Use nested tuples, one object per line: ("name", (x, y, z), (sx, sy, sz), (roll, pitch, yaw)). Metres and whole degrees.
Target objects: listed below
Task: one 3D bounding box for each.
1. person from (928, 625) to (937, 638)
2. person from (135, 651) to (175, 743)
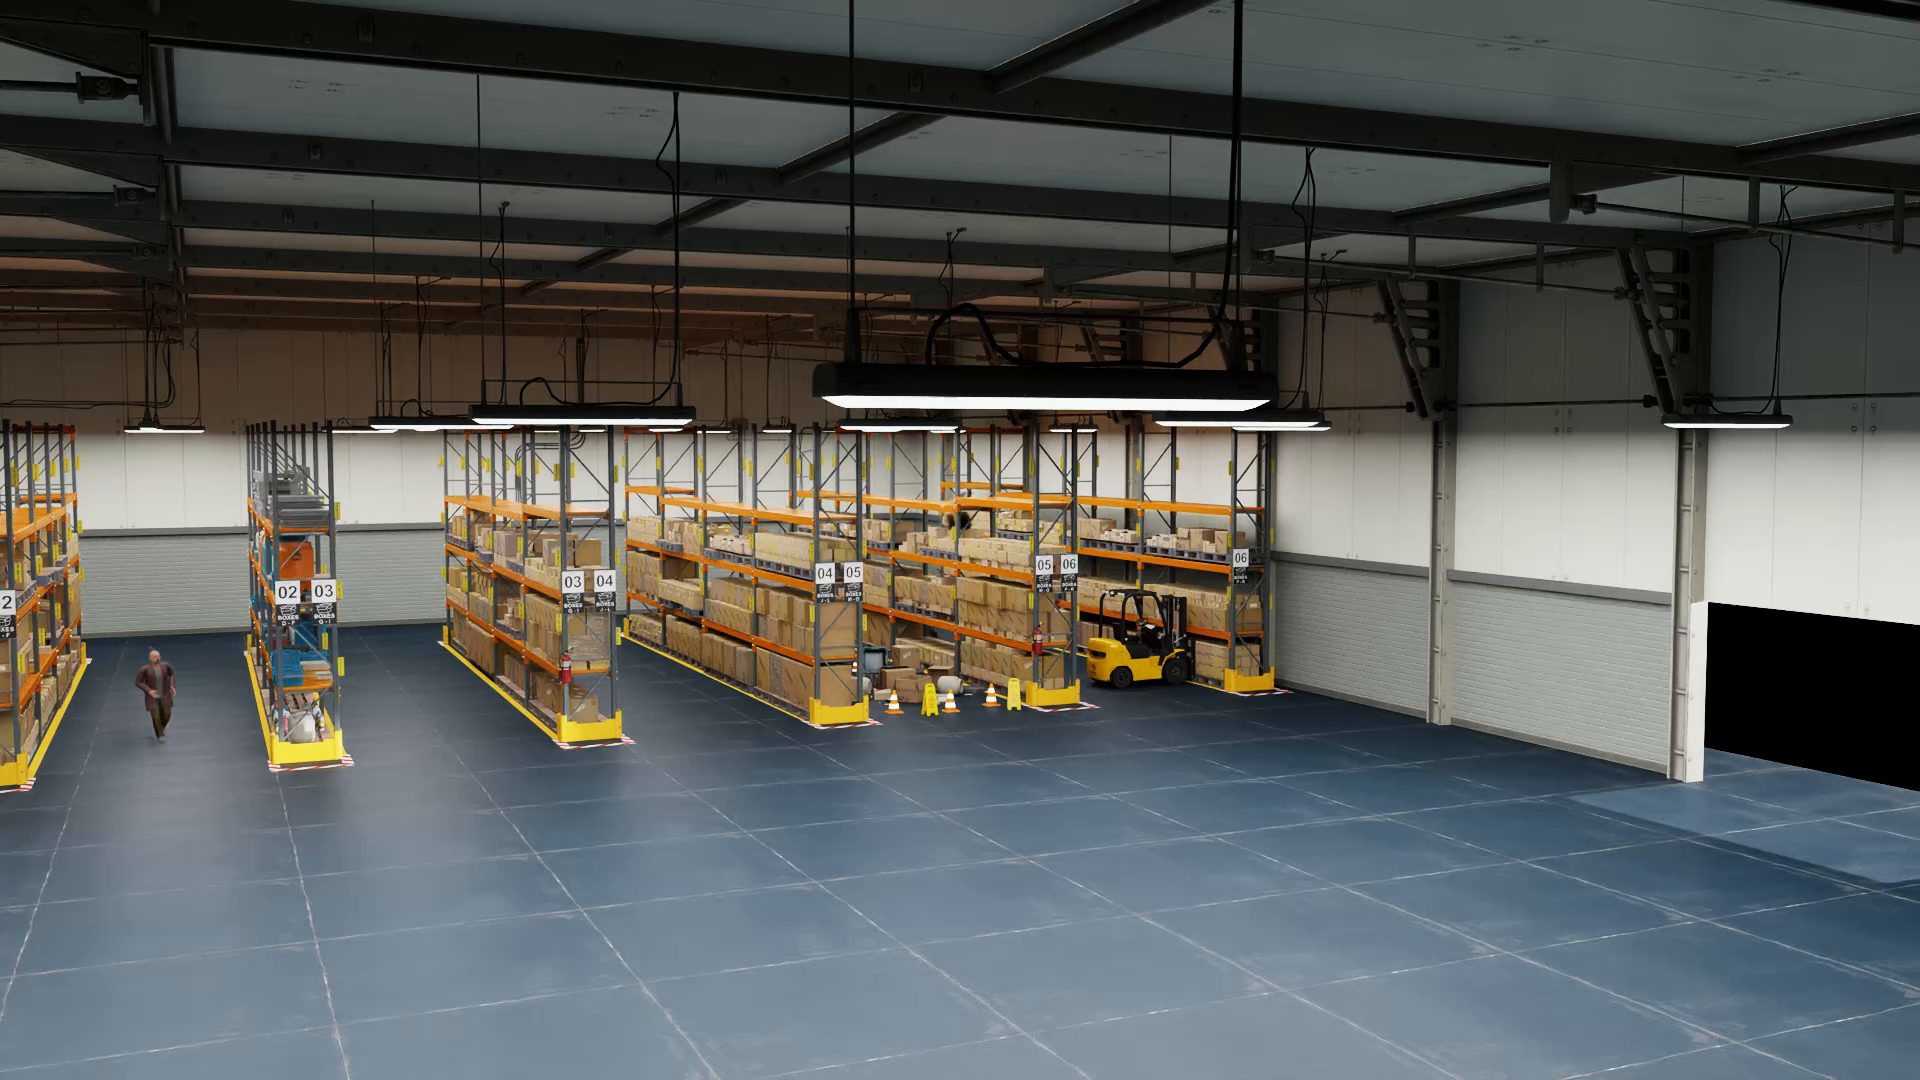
("person", (-0.817, 2.054, 45.595), (0.664, 1.653, 0.554), (-2, 4, -28))
("person", (-15.017, 2.918, 31.054), (0.711, 1.729, 0.626), (-3, 5, -38))
